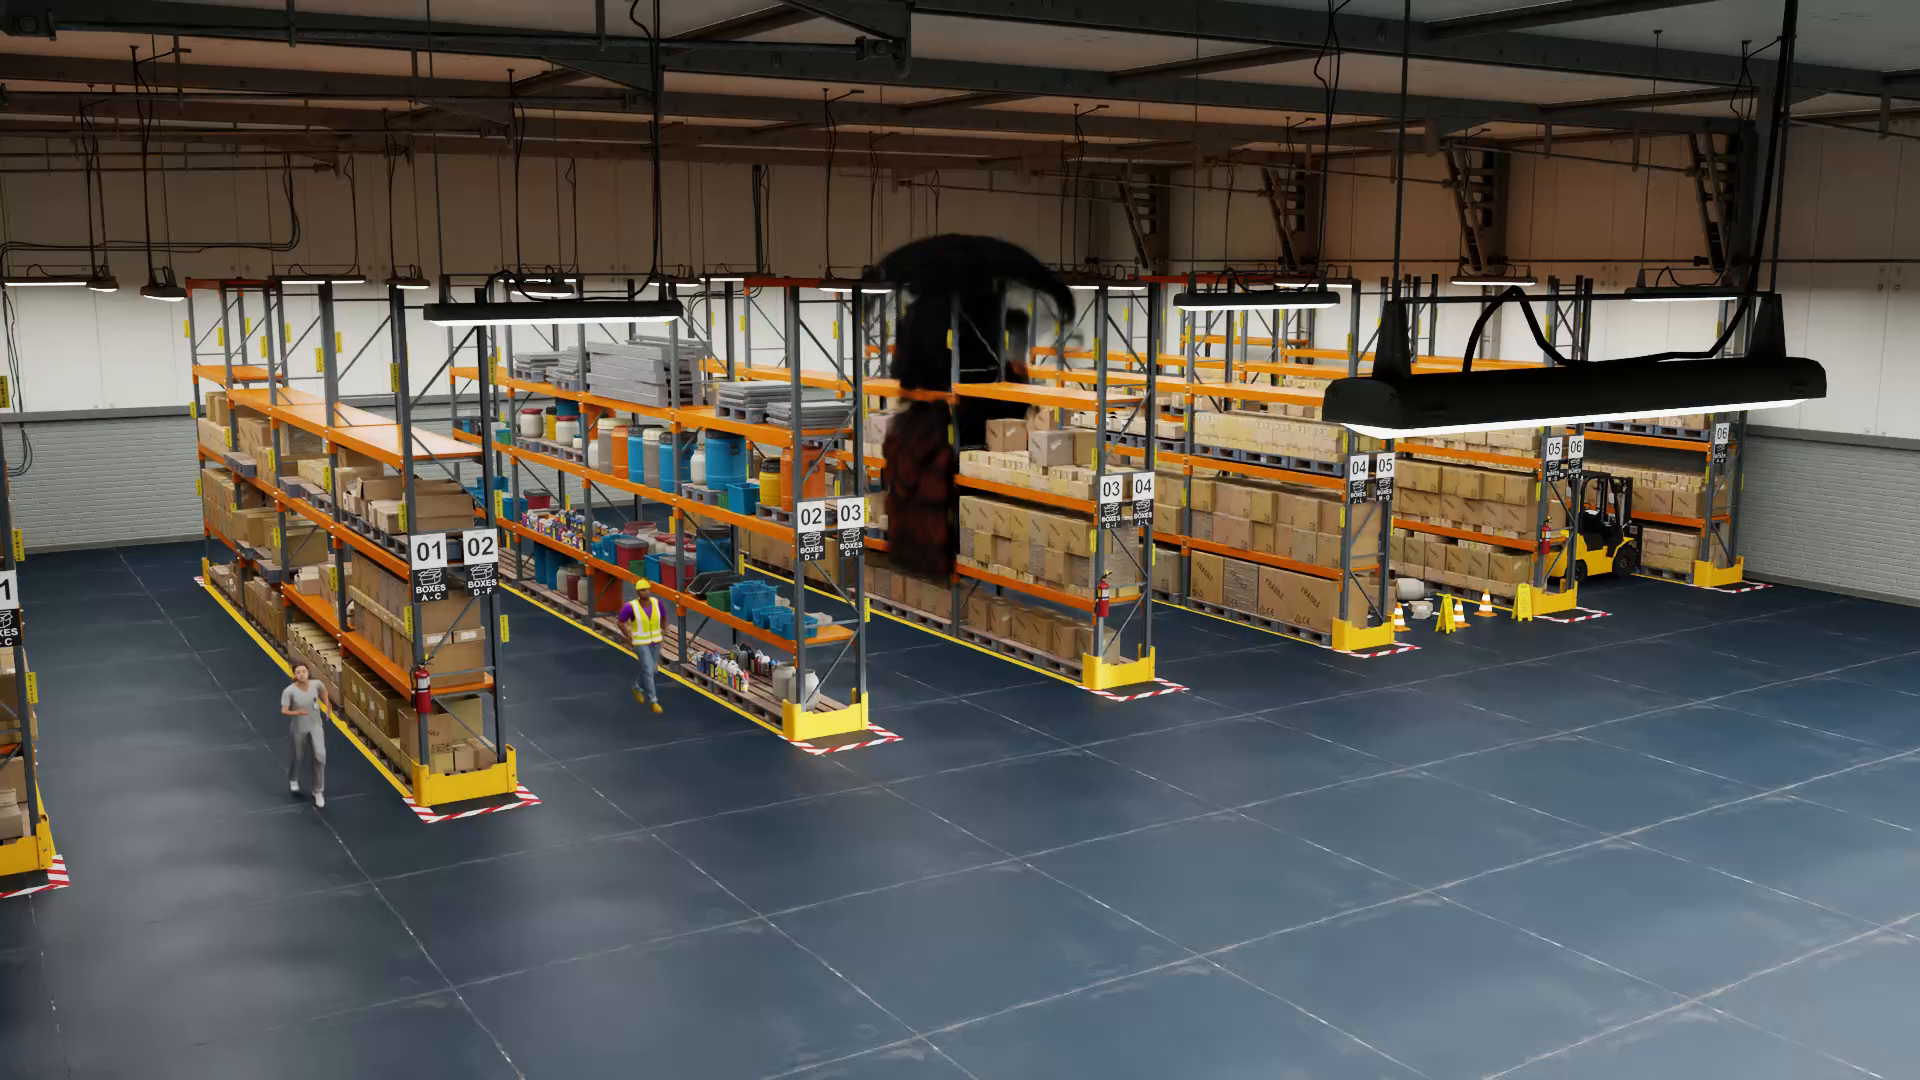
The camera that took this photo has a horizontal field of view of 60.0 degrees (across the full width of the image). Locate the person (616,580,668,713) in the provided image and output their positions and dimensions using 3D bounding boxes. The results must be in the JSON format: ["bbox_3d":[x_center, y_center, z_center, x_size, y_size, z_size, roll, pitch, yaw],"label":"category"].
[{"bbox_3d":[-4.258,1.415,22.619,0.690,1.784,0.778,-8,12,-38],"label":"person"}]

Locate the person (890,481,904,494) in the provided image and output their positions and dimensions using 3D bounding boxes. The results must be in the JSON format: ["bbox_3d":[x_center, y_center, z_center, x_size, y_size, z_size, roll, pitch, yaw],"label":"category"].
[{"bbox_3d":[-1.594,-1.582,42.479,0.747,1.617,0.782,4,10,21],"label":"person"}]

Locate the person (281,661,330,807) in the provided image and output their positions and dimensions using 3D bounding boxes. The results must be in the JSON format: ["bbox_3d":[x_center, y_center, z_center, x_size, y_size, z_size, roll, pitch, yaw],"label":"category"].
[{"bbox_3d":[-7.724,2.248,19.647,0.573,1.709,0.890,-6,11,-31],"label":"person"}]
